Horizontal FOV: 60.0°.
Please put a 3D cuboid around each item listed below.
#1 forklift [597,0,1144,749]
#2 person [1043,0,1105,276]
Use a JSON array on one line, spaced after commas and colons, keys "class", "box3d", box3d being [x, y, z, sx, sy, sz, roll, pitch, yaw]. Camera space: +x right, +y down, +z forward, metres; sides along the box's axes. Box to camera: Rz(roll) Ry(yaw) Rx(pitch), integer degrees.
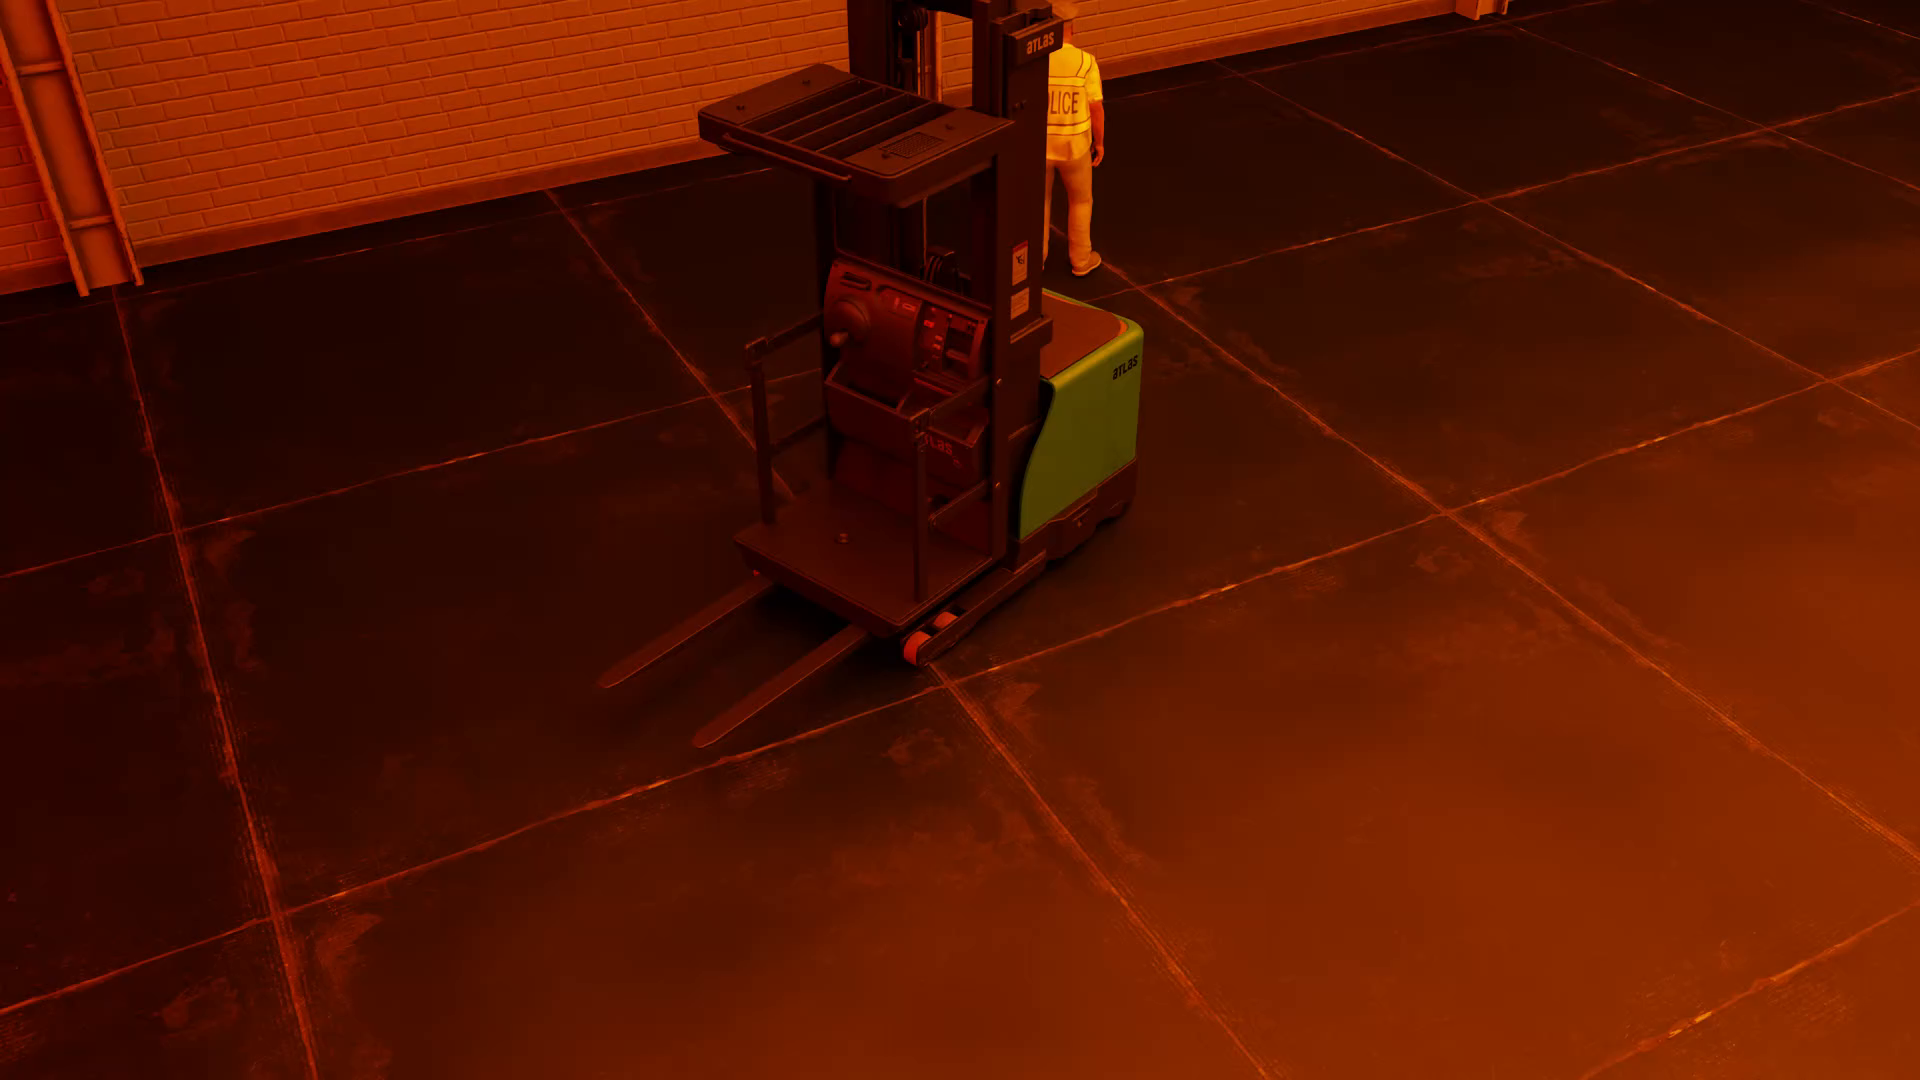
[{"class": "forklift", "box3d": [-0.390, -0.927, 7.434, 1.130, 2.935, 3.031, 26, 43, 31]}, {"class": "person", "box3d": [0.637, -2.555, 10.759, 0.605, 1.751, 0.433, 6, 36, 9]}]
